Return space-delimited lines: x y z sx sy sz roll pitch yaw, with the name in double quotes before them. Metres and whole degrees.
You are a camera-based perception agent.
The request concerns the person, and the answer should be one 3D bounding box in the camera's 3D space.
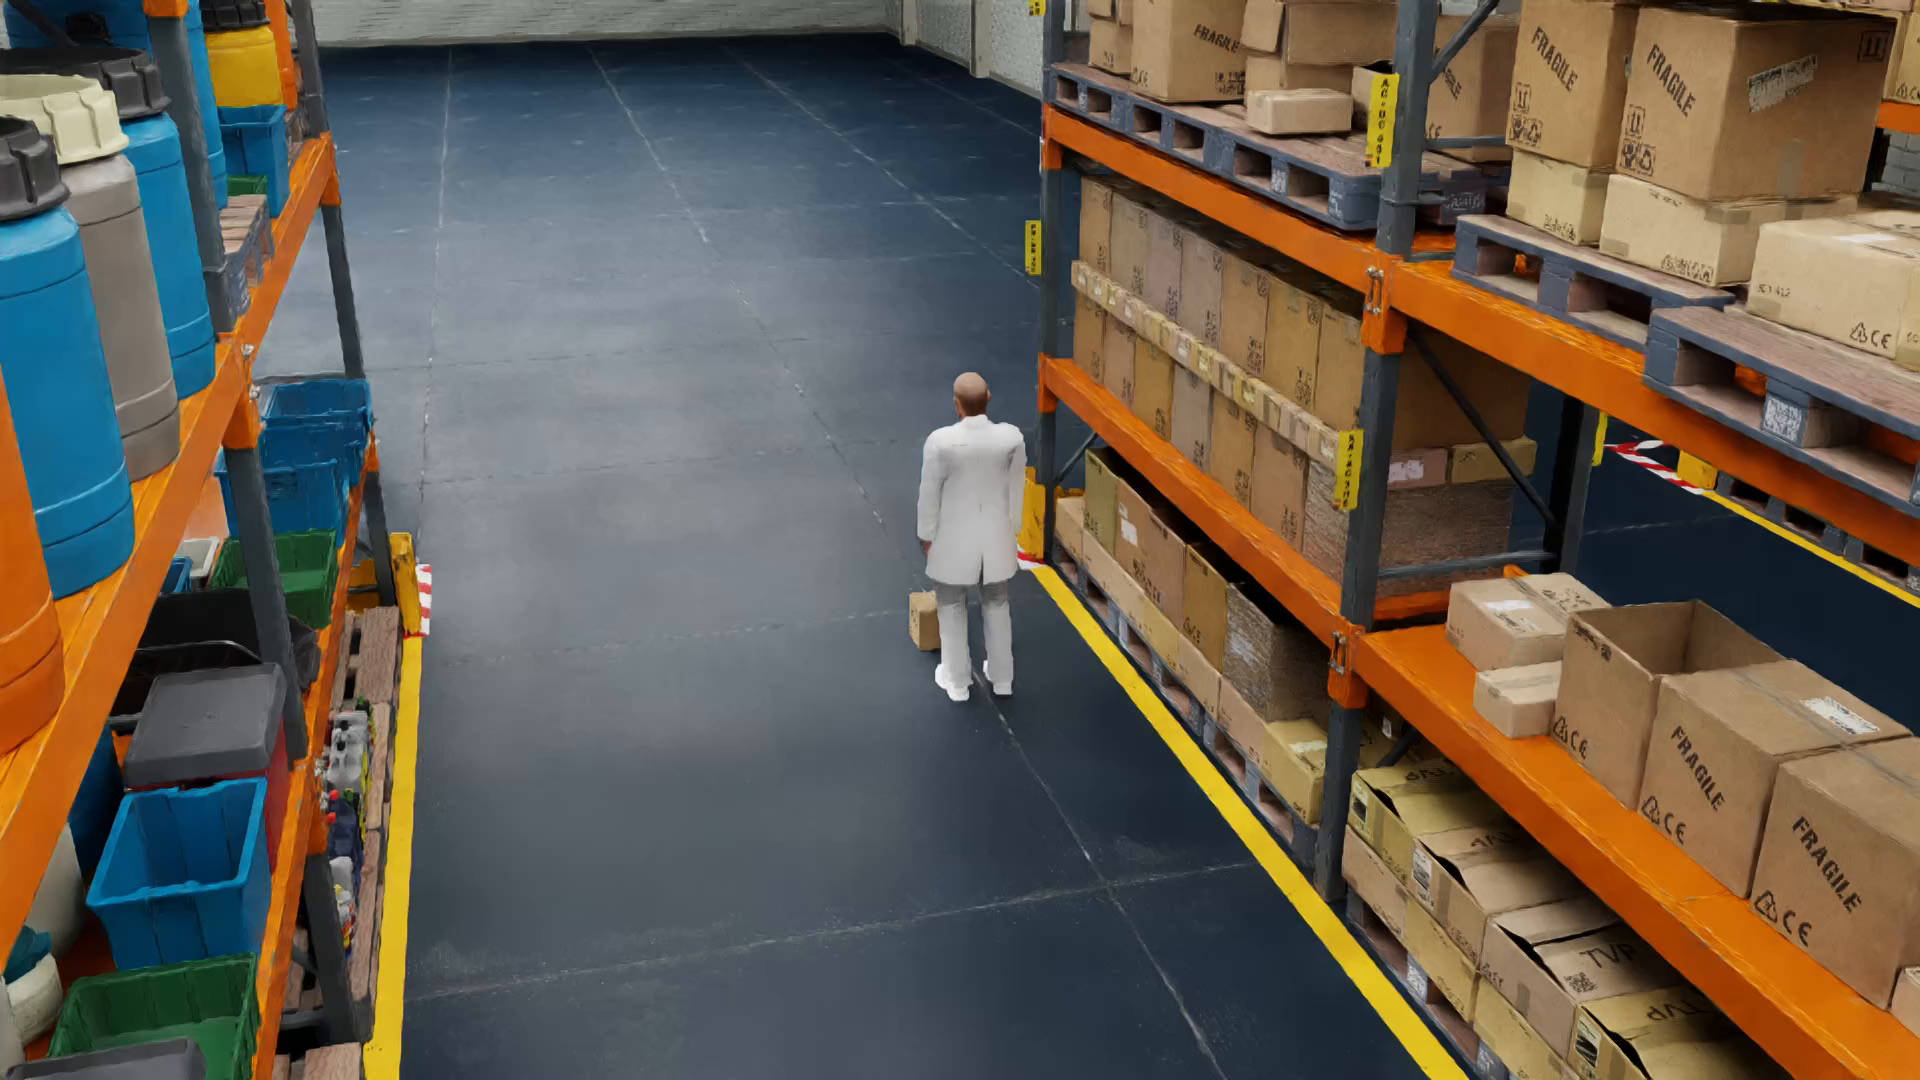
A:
"person" 0.050 -0.028 8.689 0.562 1.774 0.378 -6 23 -13
